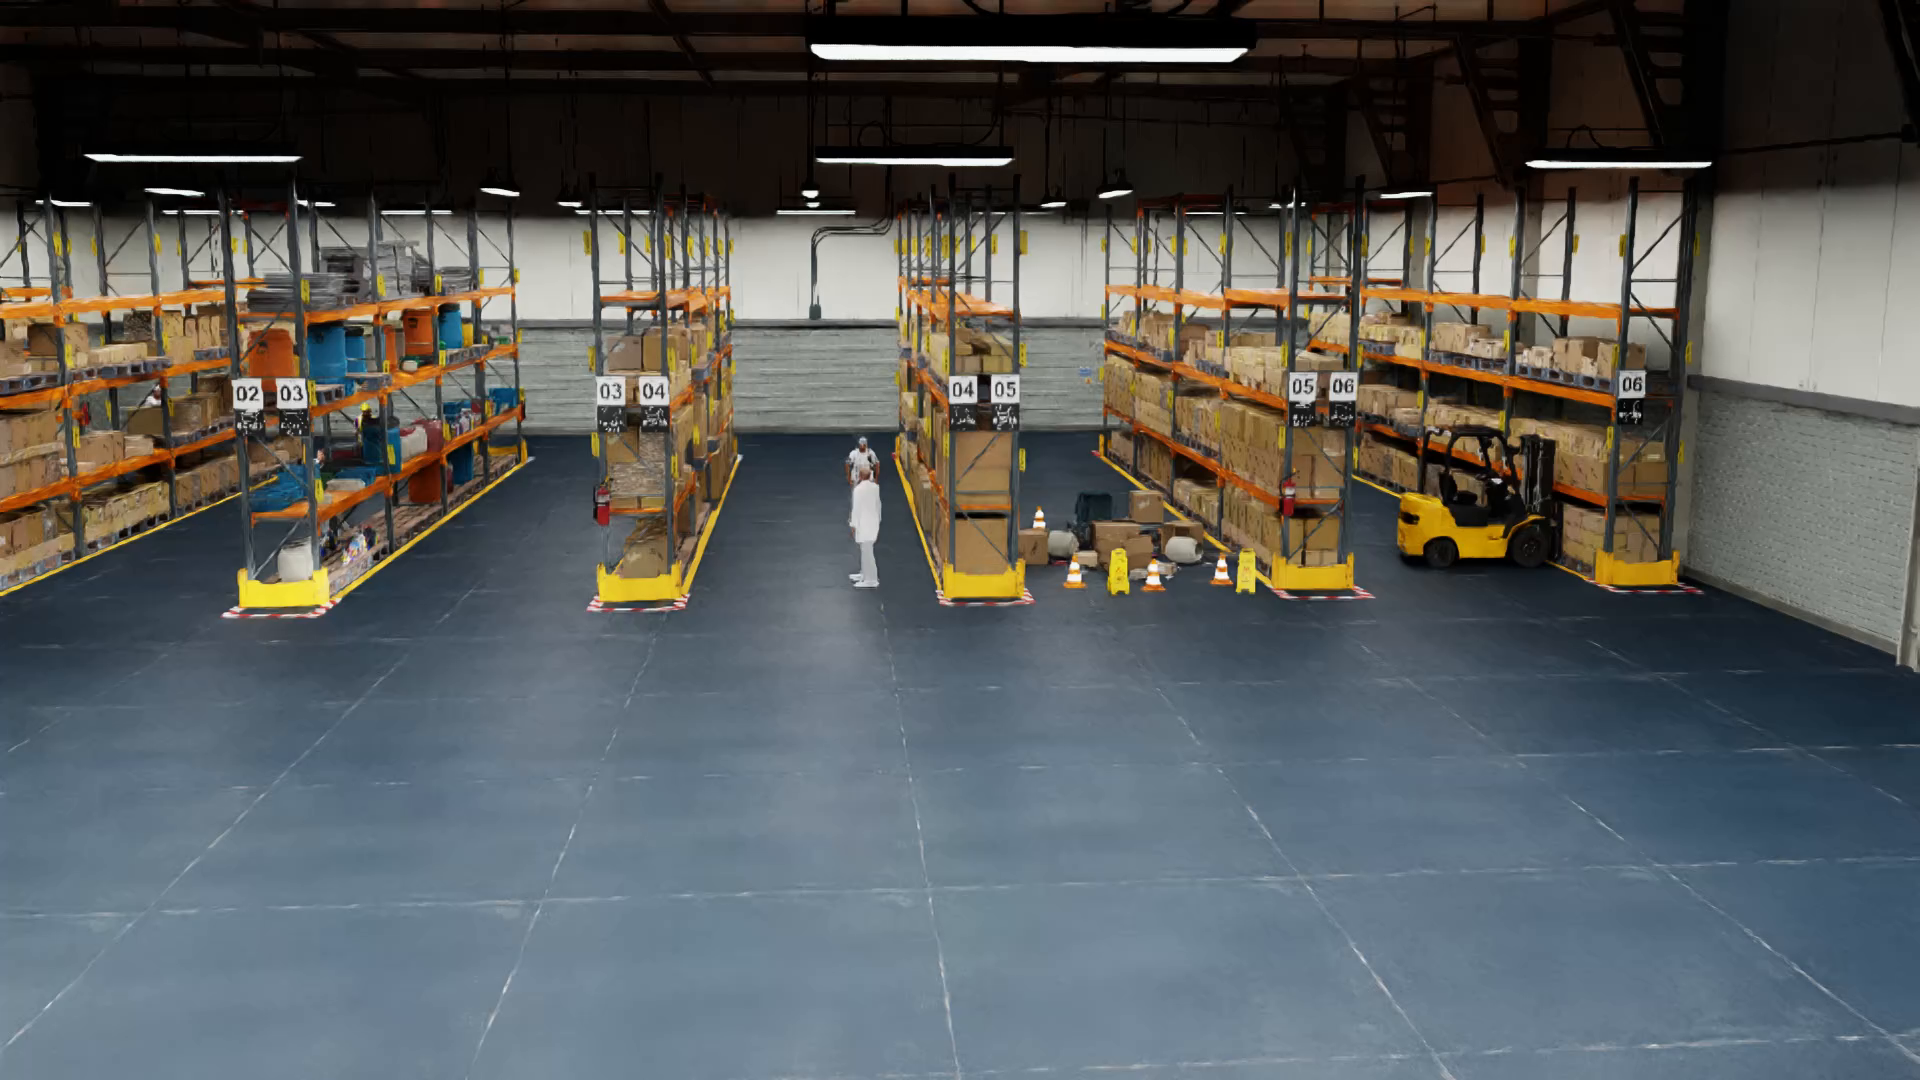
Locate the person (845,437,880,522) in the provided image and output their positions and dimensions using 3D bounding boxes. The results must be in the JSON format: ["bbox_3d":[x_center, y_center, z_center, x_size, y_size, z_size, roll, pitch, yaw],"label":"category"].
[{"bbox_3d":[-1.773,-1.089,30.281,0.625,1.611,0.582,-1,10,-6],"label":"person"}]

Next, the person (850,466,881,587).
[{"bbox_3d":[-1.437,-0.221,24.758,0.636,1.767,0.677,5,11,27],"label":"person"}]

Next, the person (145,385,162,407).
[{"bbox_3d":[-18.922,-2.802,39.364,0.539,1.778,0.718,5,11,28],"label":"person"}]

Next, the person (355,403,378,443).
[{"bbox_3d":[-12.704,-2.113,35.742,0.575,1.689,1.128,-1,10,-7],"label":"person"}]

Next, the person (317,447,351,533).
[{"bbox_3d":[-10.744,-0.770,28.341,0.515,1.634,0.686,5,11,28],"label":"person"}]
